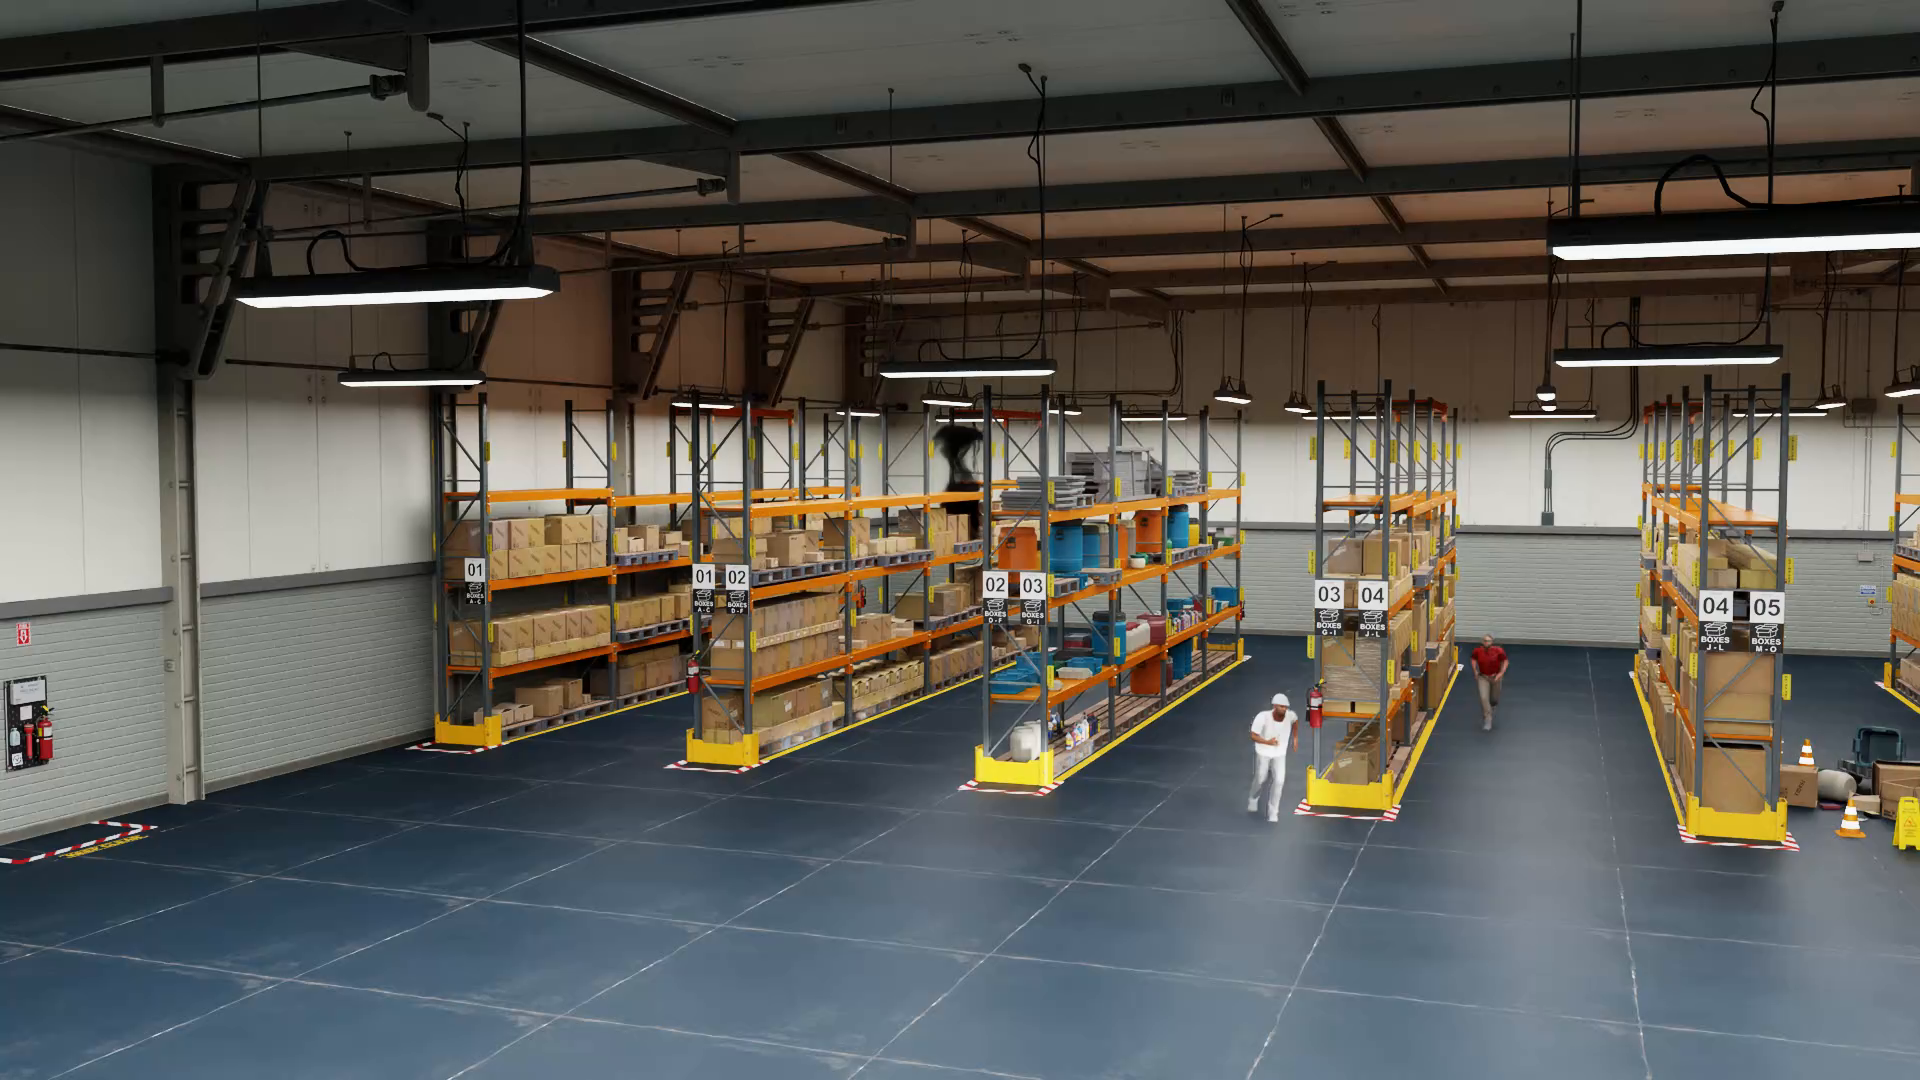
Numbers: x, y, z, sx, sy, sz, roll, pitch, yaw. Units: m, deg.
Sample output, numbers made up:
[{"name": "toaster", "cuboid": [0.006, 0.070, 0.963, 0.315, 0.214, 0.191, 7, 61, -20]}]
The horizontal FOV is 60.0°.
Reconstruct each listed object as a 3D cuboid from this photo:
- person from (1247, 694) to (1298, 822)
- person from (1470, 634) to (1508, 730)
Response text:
[{"name": "person", "cuboid": [4.278, 2.971, 22.693, 0.761, 1.808, 0.841, -1, 3, -11]}, {"name": "person", "cuboid": [9.639, 2.567, 30.305, 0.663, 1.731, 0.996, 1, 3, 20]}]
